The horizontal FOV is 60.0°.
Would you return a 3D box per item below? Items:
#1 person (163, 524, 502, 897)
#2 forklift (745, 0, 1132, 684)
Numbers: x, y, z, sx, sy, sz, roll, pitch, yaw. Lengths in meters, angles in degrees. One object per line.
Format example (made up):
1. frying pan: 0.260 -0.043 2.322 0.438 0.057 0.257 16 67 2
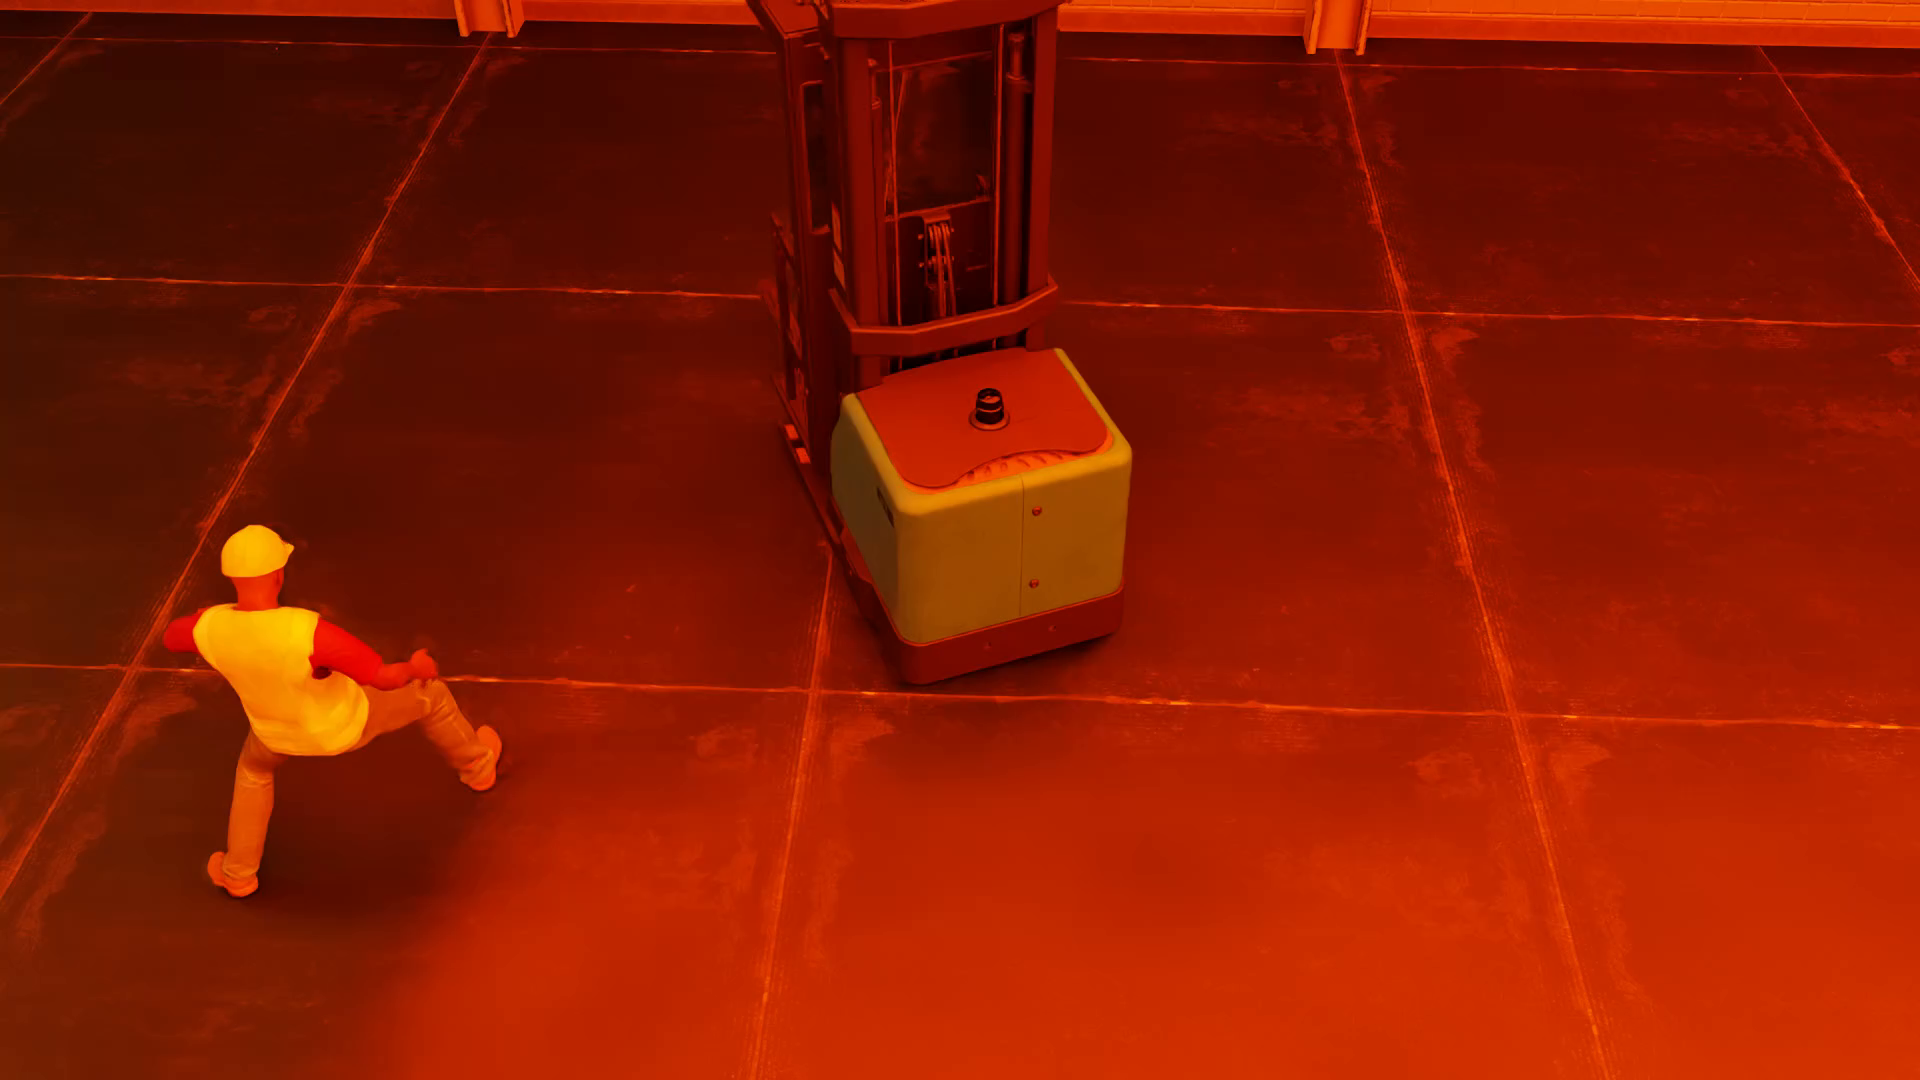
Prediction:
1. person: -2.436 0.534 6.185 1.028 1.613 0.929 5 43 6
2. forklift: -0.270 -1.469 7.351 1.130 2.935 3.031 -14 44 -15
